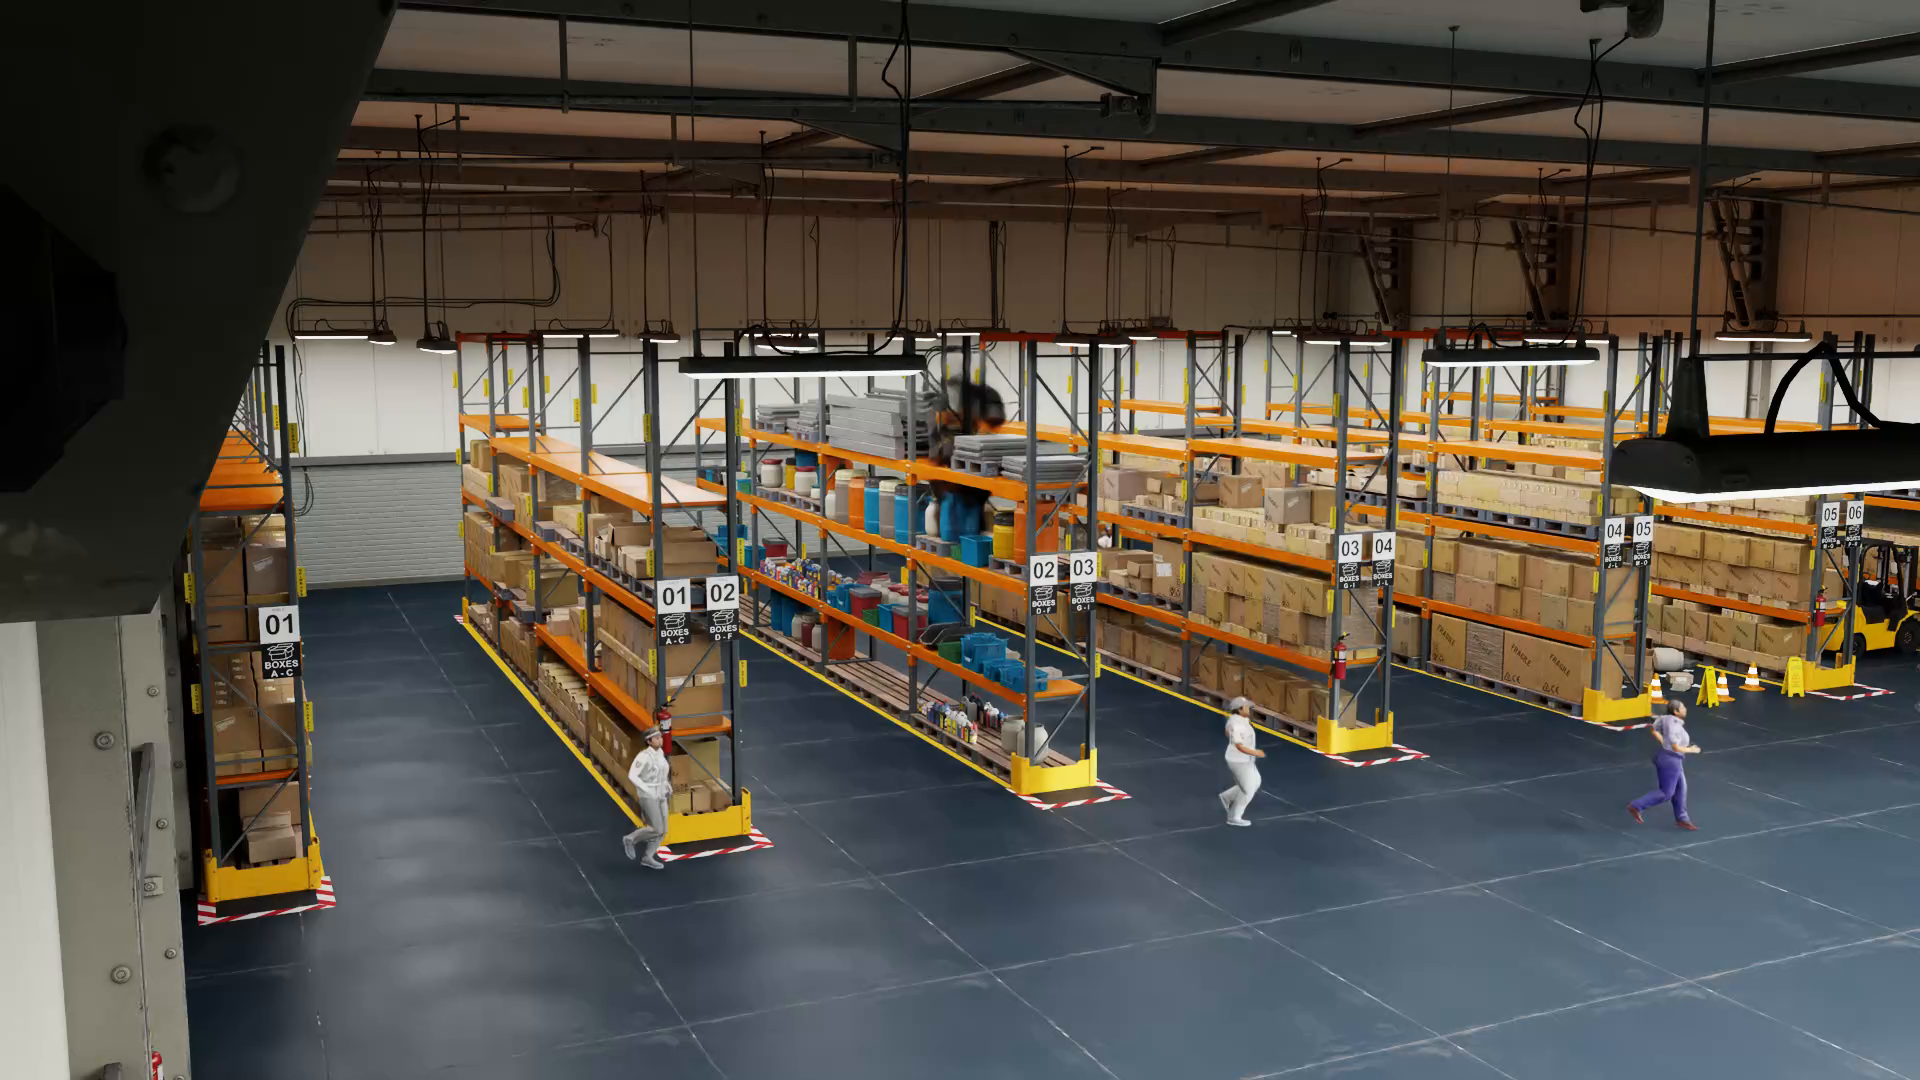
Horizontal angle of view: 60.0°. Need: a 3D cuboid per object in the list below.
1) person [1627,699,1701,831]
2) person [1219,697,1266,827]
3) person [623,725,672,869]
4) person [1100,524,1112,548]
[{"bbox_3d":[8.703,2.779,20.528,0.914,1.645,0.615,1,8,10],"label":"person"},{"bbox_3d":[3.525,2.751,20.732,0.553,1.629,0.648,1,8,6],"label":"person"},{"bbox_3d":[-3.583,2.945,19.207,0.512,1.656,0.643,3,8,22],"label":"person"},{"bbox_3d":[3.398,0.451,37.427,0.592,1.652,0.804,-3,8,-19],"label":"person"}]
